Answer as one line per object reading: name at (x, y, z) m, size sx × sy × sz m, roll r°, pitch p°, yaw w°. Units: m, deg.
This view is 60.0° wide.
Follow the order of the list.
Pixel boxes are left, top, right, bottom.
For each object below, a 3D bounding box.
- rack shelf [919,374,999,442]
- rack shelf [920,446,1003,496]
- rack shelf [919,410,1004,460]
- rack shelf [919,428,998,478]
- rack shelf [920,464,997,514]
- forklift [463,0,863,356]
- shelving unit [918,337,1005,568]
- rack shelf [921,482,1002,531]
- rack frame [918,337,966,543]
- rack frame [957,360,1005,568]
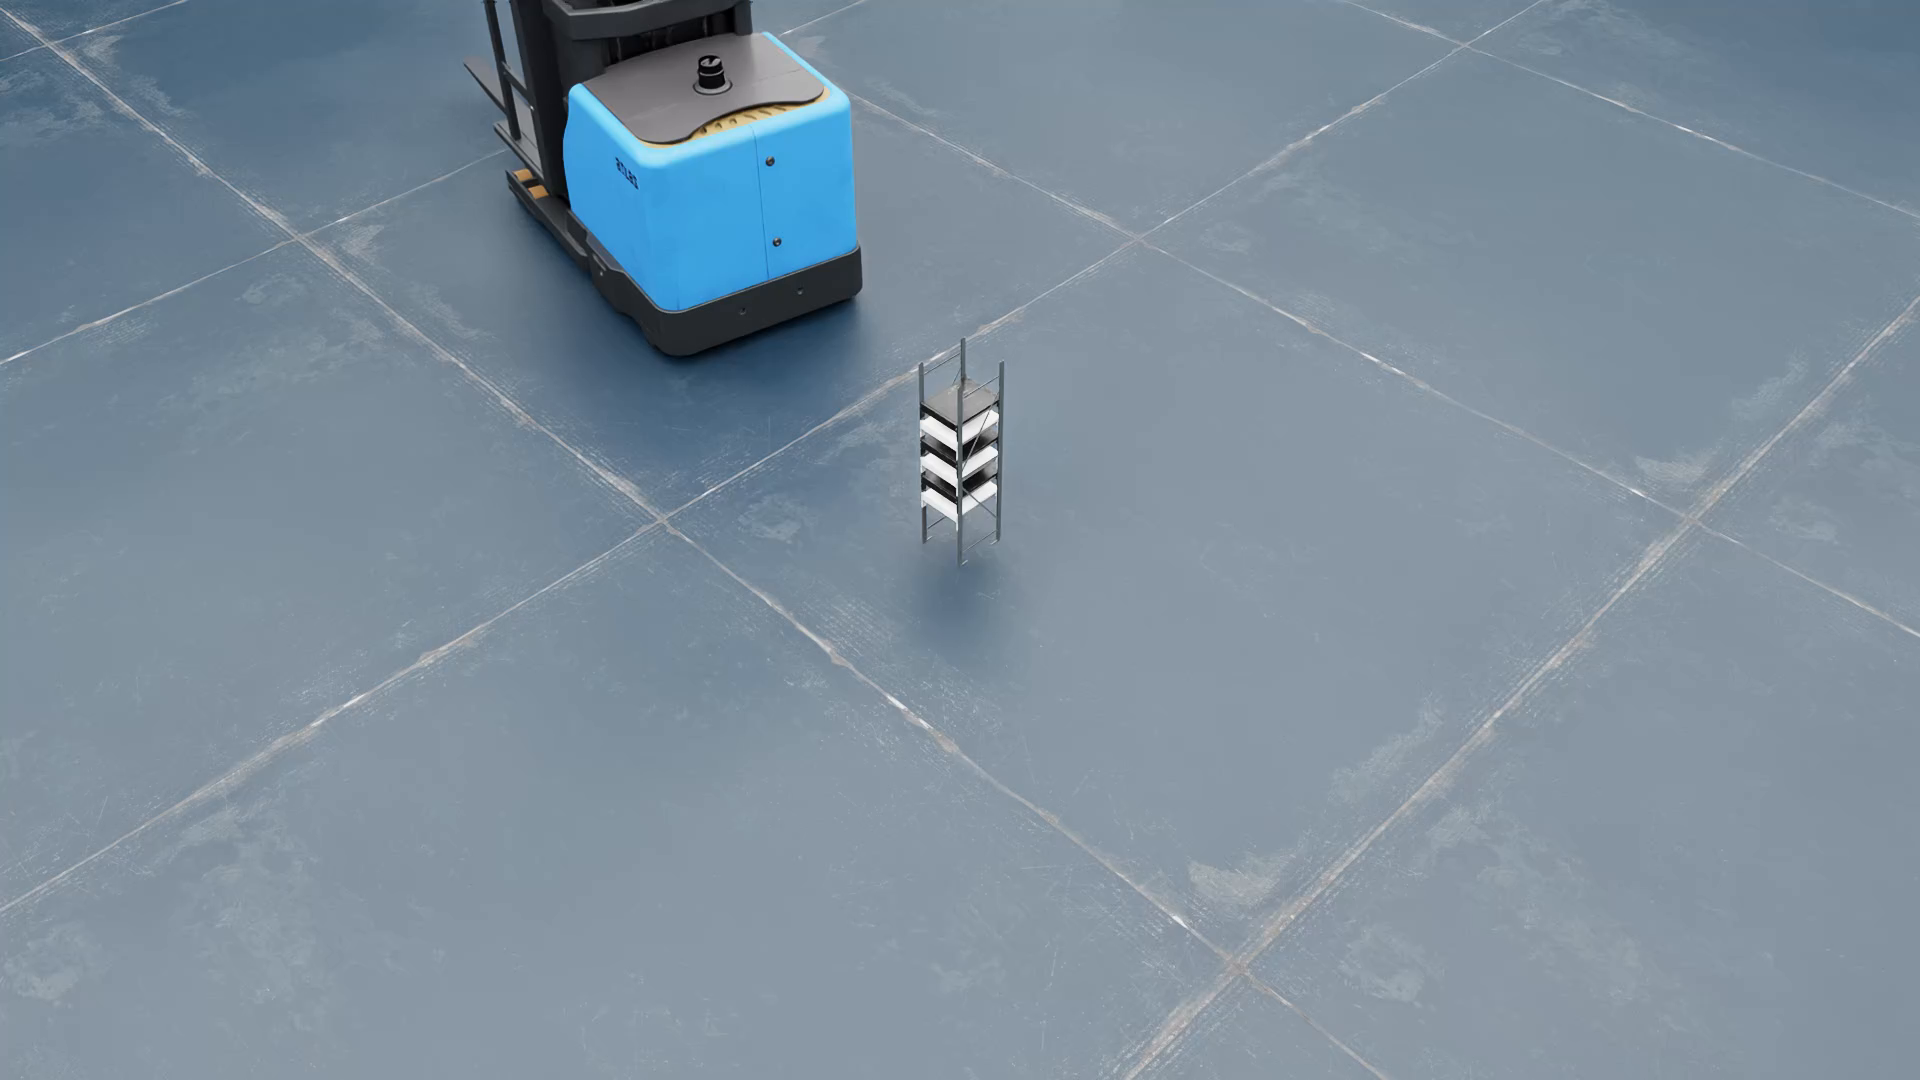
rack shelf at (0.006, -0.500, 6.280) m, size 0.258 × 0.077 × 0.200 m, roll -34°, pitch 53°, yaw -31°
rack shelf at (0.006, -0.302, 6.463) m, size 0.258 × 0.077 × 0.200 m, roll -34°, pitch 53°, yaw -31°
rack shelf at (0.006, -0.434, 6.341) m, size 0.258 × 0.077 × 0.200 m, roll -34°, pitch 53°, yaw -31°
rack shelf at (0.006, -0.368, 6.402) m, size 0.258 × 0.077 × 0.200 m, roll -34°, pitch 53°, yaw -31°
rack shelf at (0.006, -0.236, 6.524) m, size 0.258 × 0.077 × 0.200 m, roll -34°, pitch 53°, yaw -31°
forklift at (-1.690, -2.885, 7.712) m, size 1.130 × 2.935 × 3.031 m, roll -24°, pitch 48°, yaw -24°
shelving unit at (0.006, -0.327, 6.440) m, size 0.258 × 0.900 × 0.210 m, roll -34°, pitch 53°, yaw -31°
rack shelf at (0.006, -0.170, 6.585) m, size 0.258 × 0.077 × 0.200 m, roll -34°, pitch 53°, yaw -31°
rack frame at (-0.066, -0.375, 6.493) m, size 0.240 × 0.900 × 0.006 m, roll -34°, pitch 53°, yaw -31°
rack frame at (0.078, -0.278, 6.388) m, size 0.240 × 0.900 × 0.006 m, roll -34°, pitch 53°, yaw -31°
